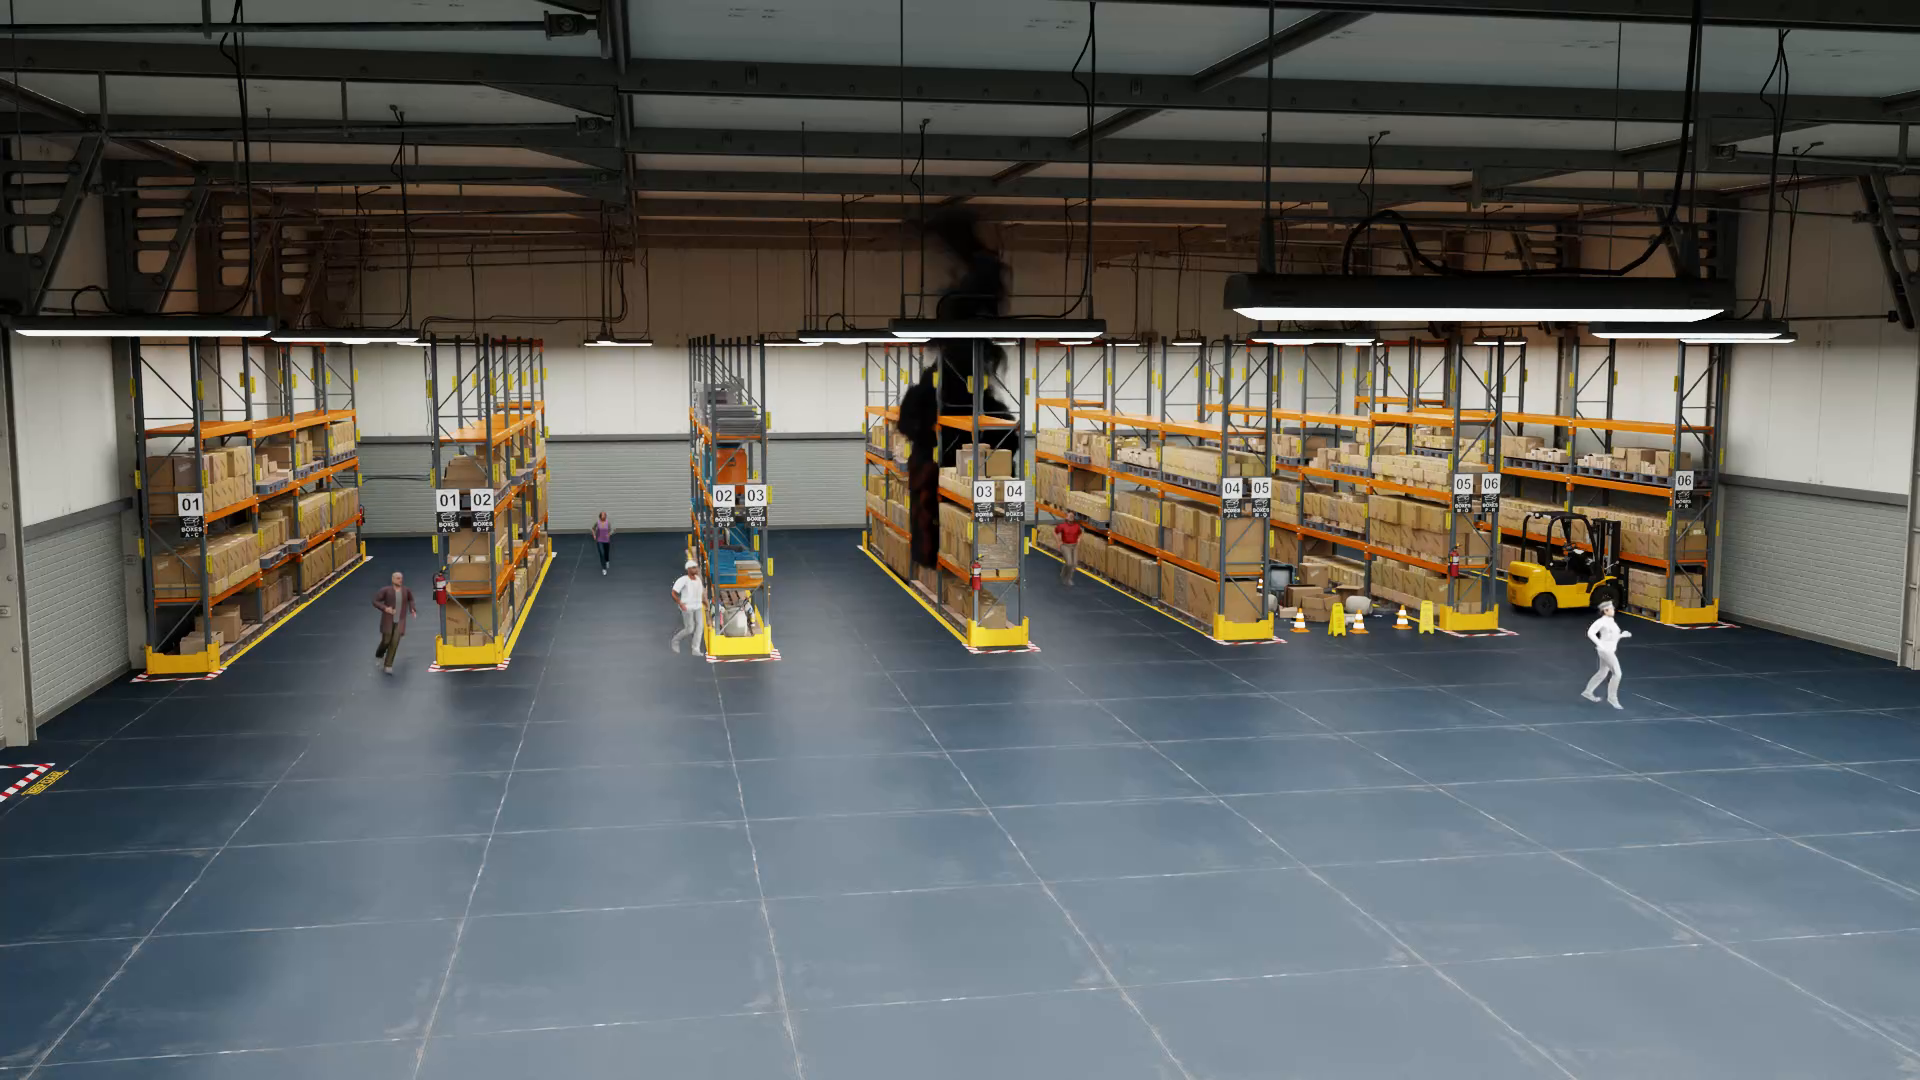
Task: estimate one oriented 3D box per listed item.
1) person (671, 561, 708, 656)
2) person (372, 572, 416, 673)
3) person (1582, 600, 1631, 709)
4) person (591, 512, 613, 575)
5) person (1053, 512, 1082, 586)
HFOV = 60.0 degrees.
[{"bbox_3d":[-4.901,1.240,30.361,0.777,1.733,0.749,5,8,40],"label":"person"},{"bbox_3d":[-10.081,1.453,29.715,0.770,1.748,0.806,-5,8,-35],"label":"person"},{"bbox_3d":[10.376,1.835,26.682,0.695,1.747,0.593,4,8,30],"label":"person"},{"bbox_3d":[-9.171,0.054,42.686,0.545,1.591,0.832,-2,7,-16],"label":"person"},{"bbox_3d":[2.543,0.215,38.286,0.656,1.711,0.590,-3,7,-21],"label":"person"}]
